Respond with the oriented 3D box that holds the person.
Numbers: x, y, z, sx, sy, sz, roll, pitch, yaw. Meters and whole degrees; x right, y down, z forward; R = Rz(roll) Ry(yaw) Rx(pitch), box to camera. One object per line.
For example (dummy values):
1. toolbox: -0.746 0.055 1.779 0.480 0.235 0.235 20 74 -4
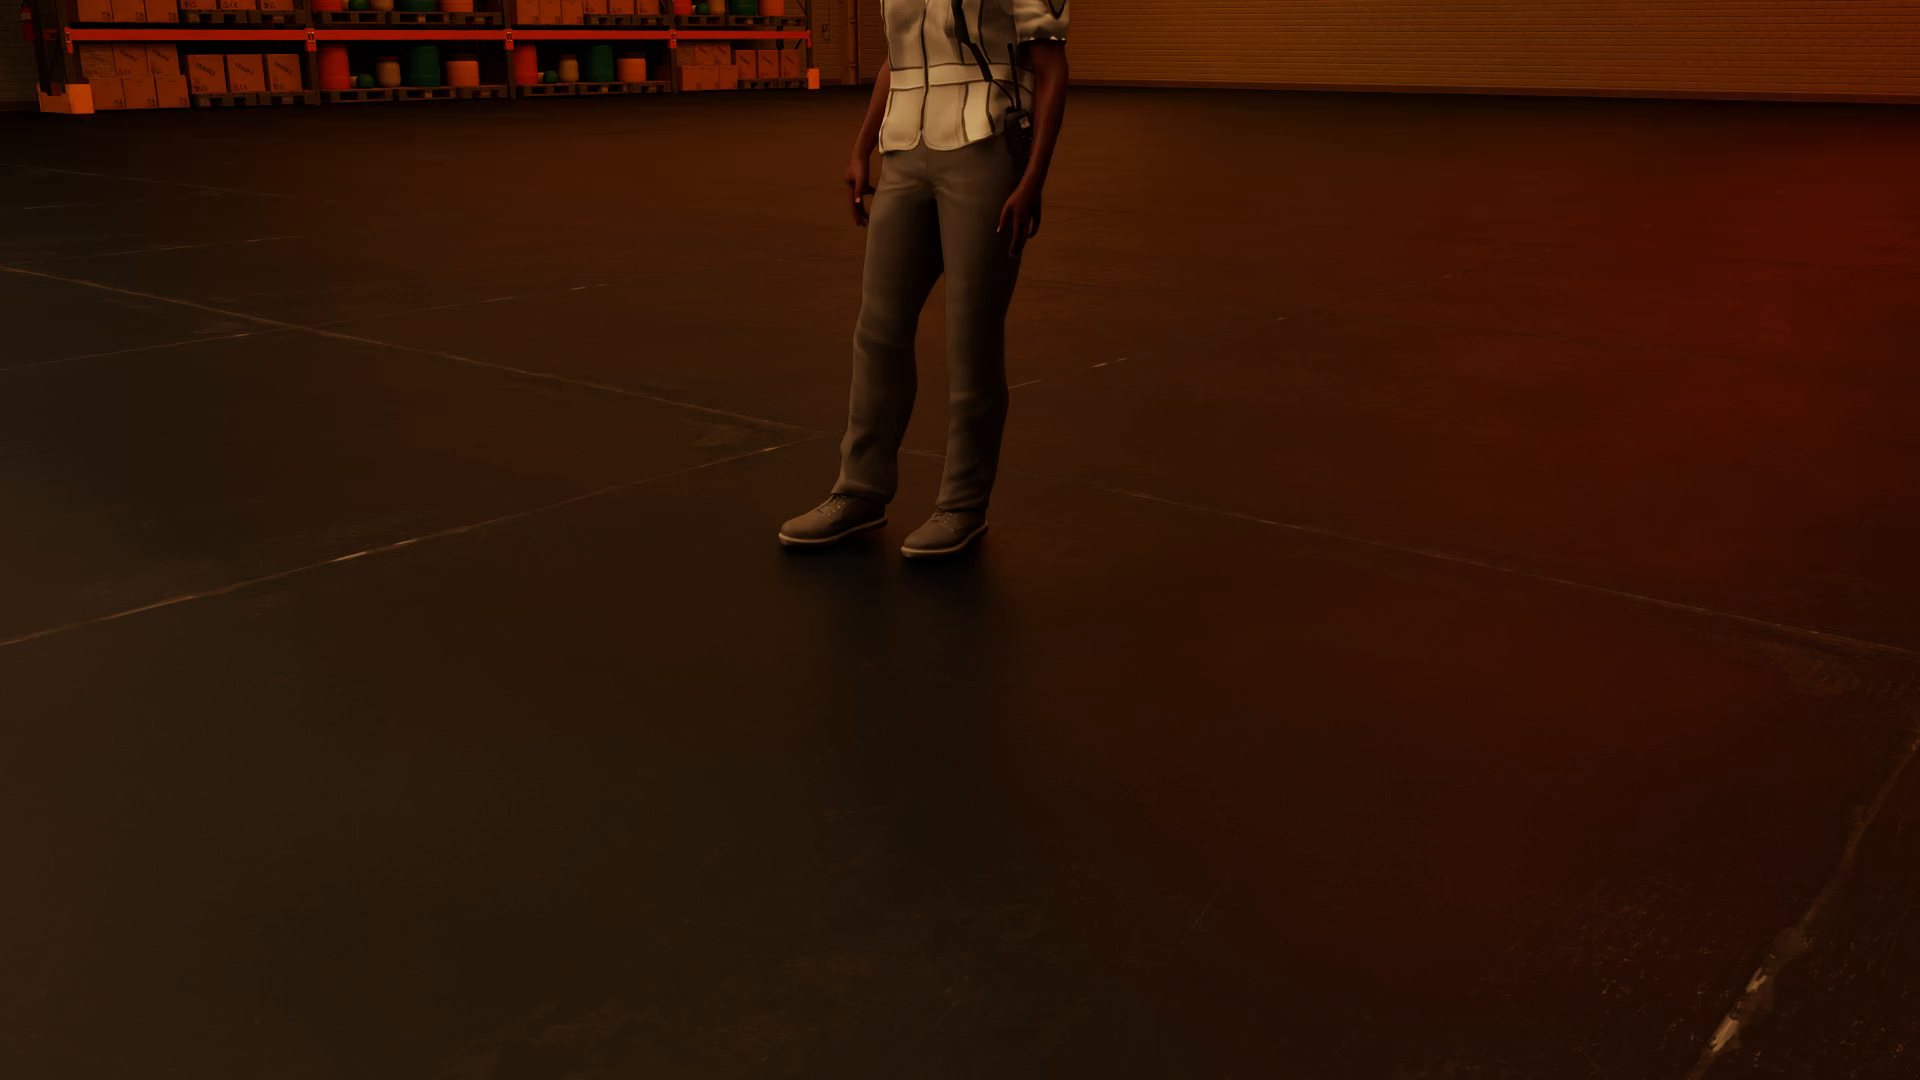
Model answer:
1. person: -0.063 -0.805 3.650 0.569 1.695 0.528 13 21 37
